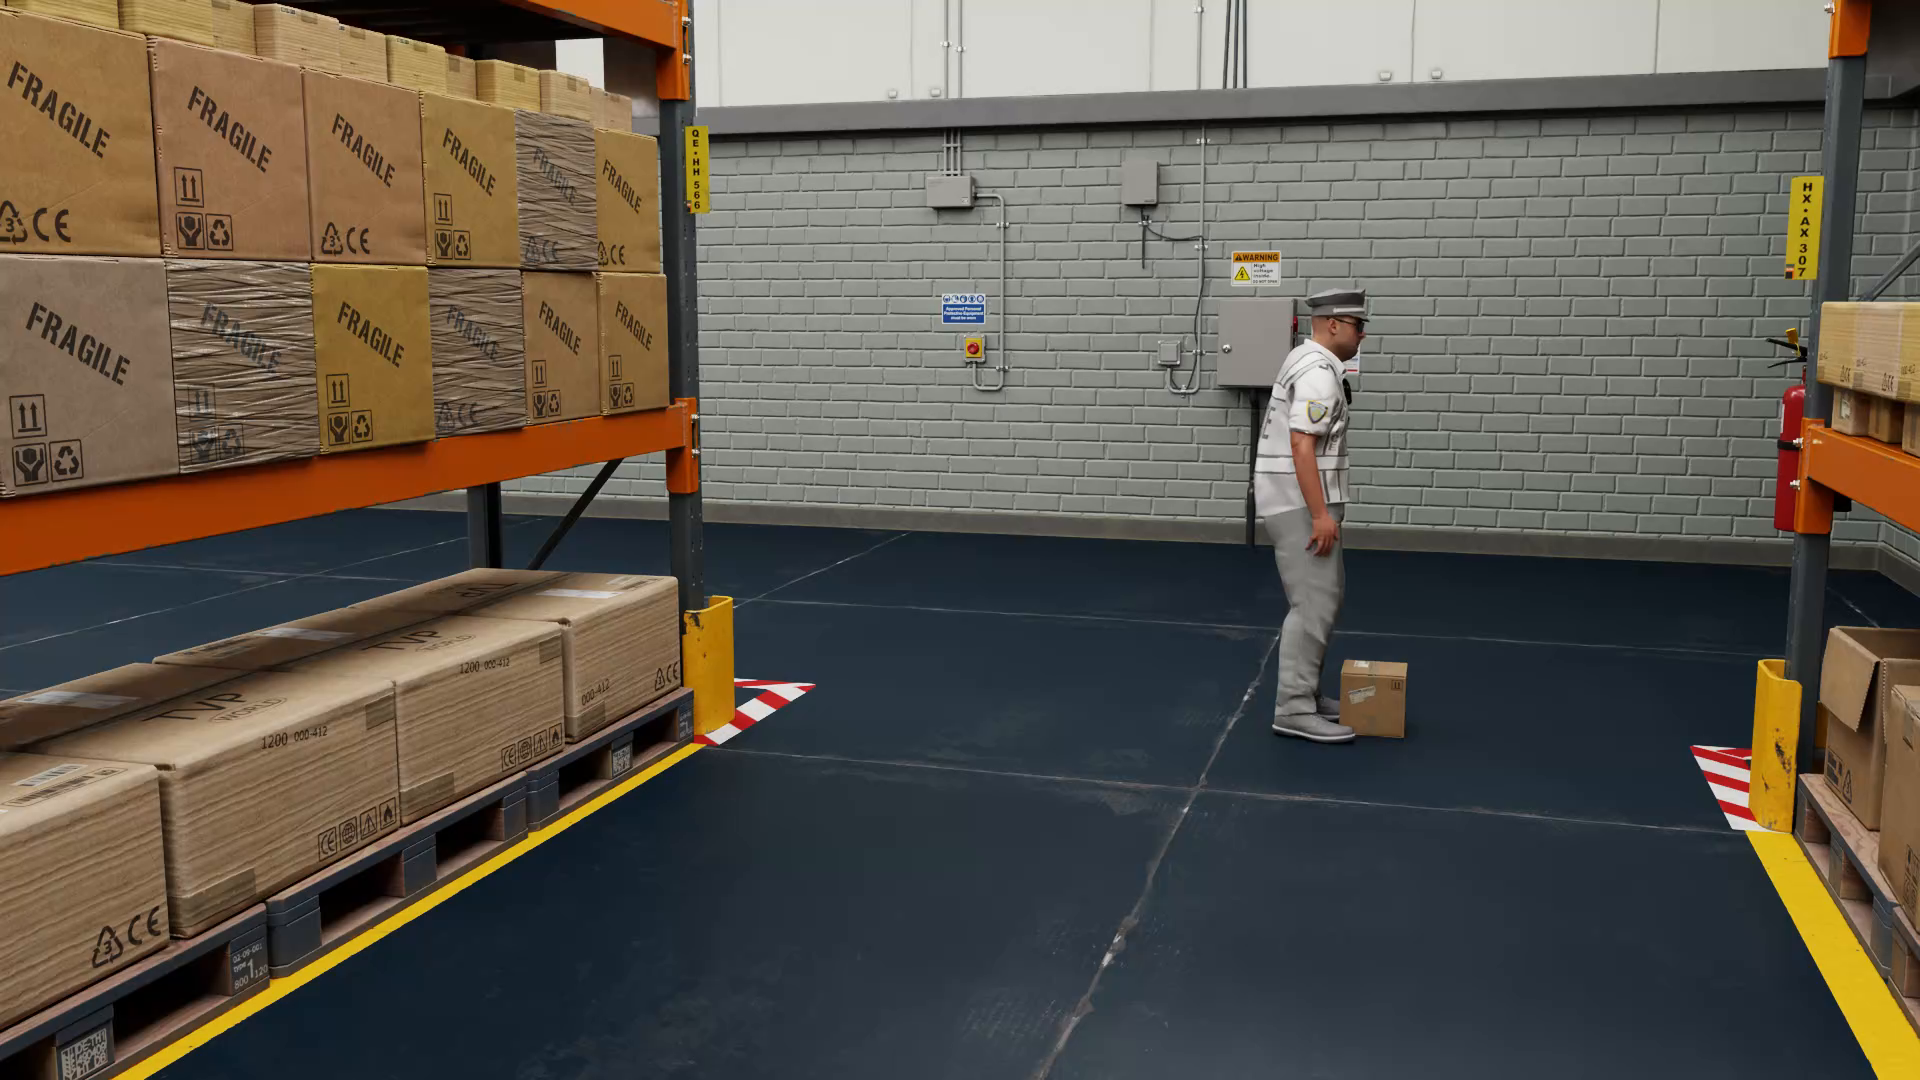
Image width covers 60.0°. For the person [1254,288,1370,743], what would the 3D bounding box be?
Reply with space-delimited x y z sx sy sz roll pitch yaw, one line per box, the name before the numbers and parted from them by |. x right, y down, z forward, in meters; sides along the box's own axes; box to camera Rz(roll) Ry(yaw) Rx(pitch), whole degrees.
person | 1.397 -0.120 6.626 0.445 1.749 0.606 2 8 13
